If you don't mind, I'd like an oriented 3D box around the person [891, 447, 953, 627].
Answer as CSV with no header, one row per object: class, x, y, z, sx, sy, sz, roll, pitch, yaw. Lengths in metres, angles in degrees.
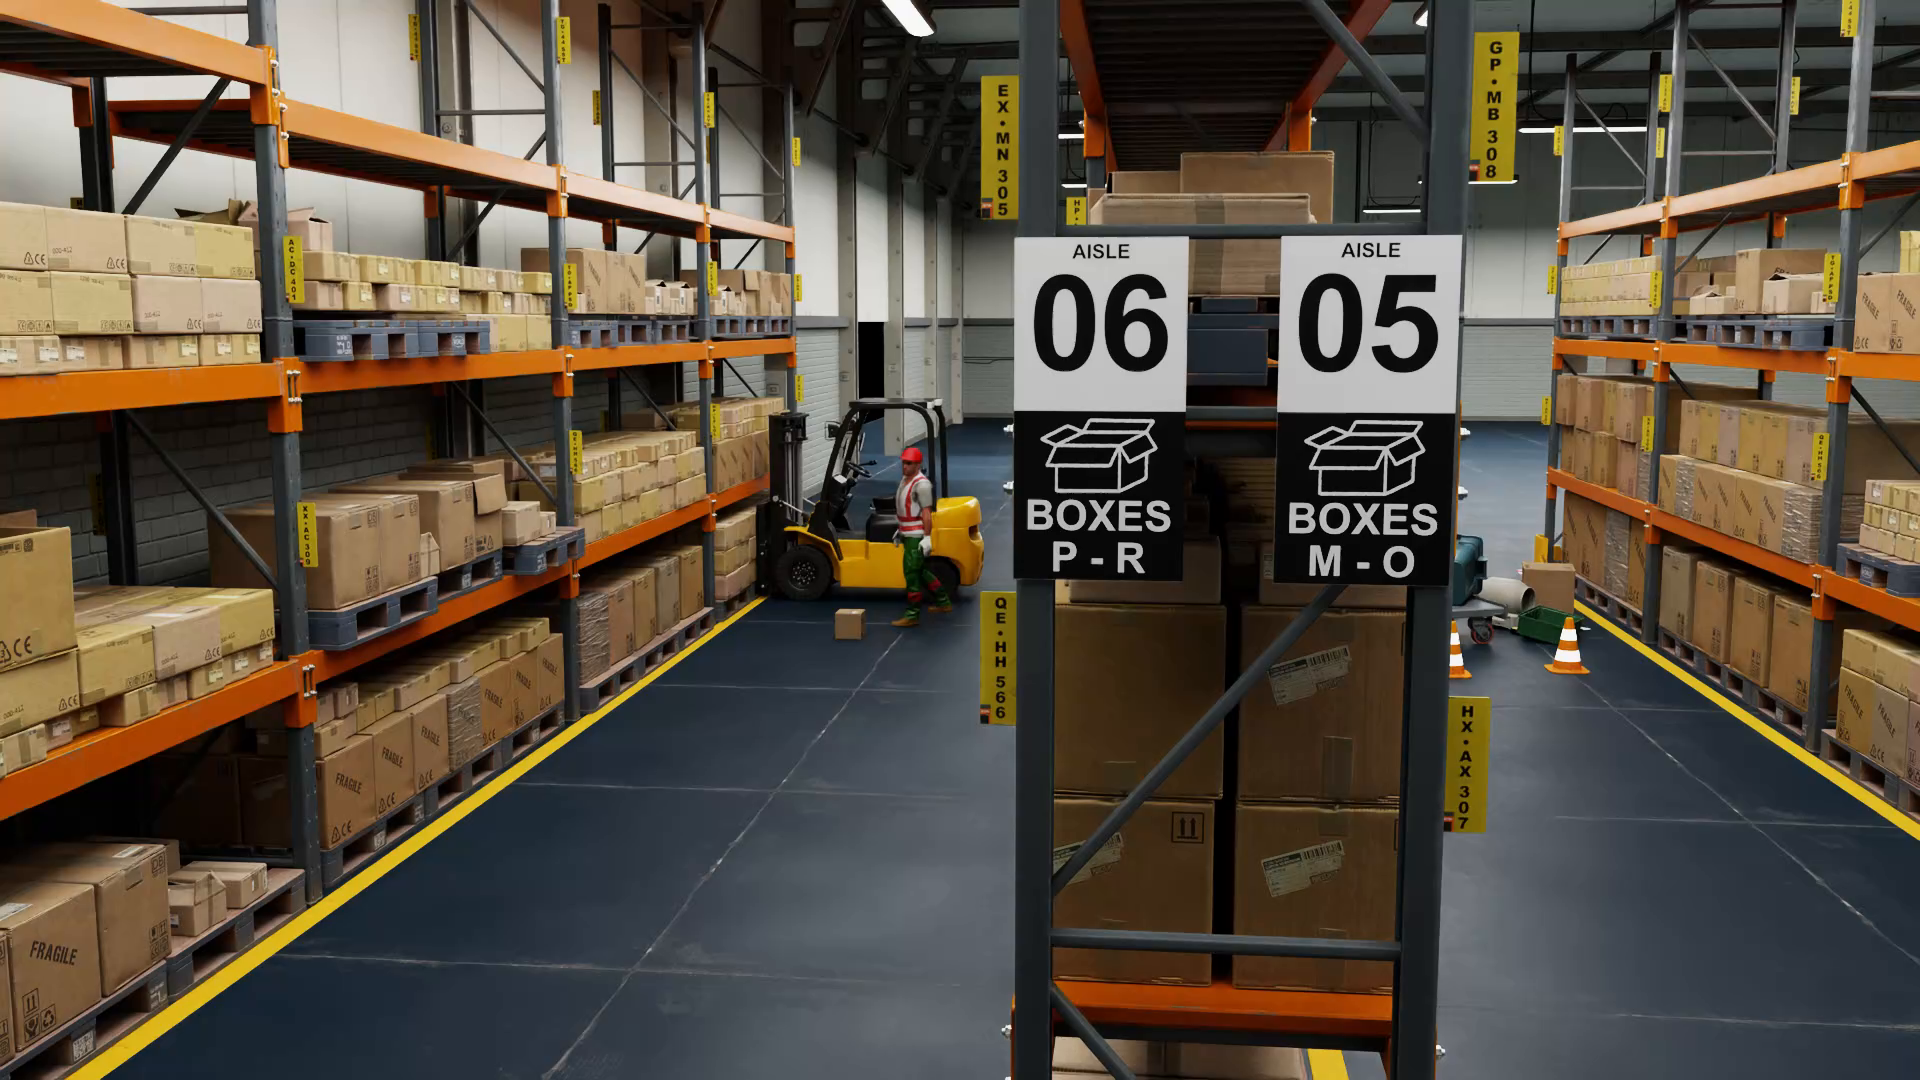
person,-0.378,-0.044,16.500,0.692,1.782,0.548,-3,8,-20
